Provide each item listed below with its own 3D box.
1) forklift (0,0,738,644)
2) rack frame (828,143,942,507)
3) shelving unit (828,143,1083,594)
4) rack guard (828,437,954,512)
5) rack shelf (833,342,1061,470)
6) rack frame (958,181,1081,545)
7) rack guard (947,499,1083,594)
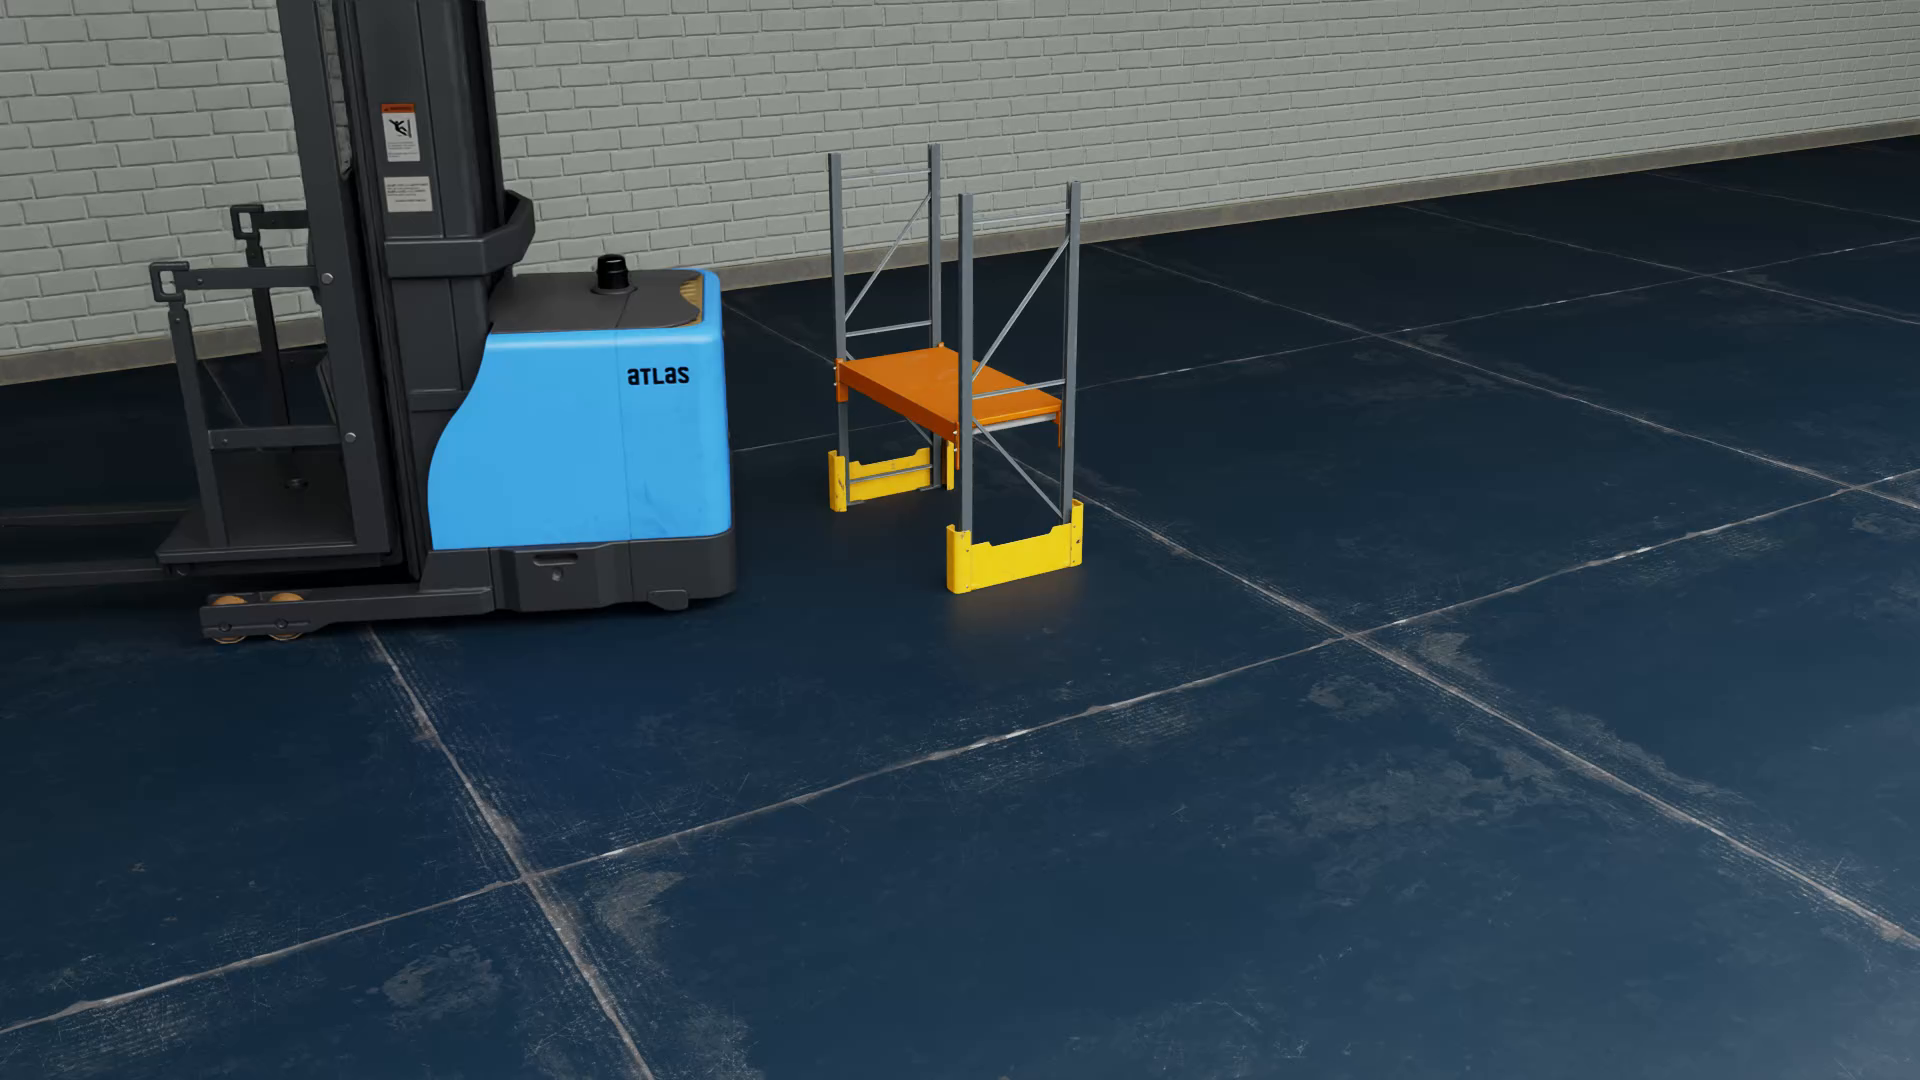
[{"bbox_3d":[-2.387,-1.201,5.875,3.031,2.935,1.130,-3,22,-7],"label":"forklift"},{"bbox_3d":[-0.303,-0.887,7.002,0.500,1.500,0.032,-13,25,-28],"label":"rack frame"},{"bbox_3d":[-0.039,-0.719,6.590,0.587,1.500,1.083,-13,25,-28],"label":"shelving unit"},{"bbox_3d":[-0.293,-0.302,7.222,0.587,0.250,0.087,-13,25,-28],"label":"rack guard"},{"bbox_3d":[-0.044,-0.556,6.665,0.538,0.185,1.000,-13,25,-28],"label":"rack shelf"},{"bbox_3d":[0.216,-0.558,6.192,0.500,1.500,0.032,-13,25,-28],"label":"rack frame"},{"bbox_3d":[0.215,0.021,6.428,0.587,0.250,0.087,-13,25,-28],"label":"rack guard"}]
